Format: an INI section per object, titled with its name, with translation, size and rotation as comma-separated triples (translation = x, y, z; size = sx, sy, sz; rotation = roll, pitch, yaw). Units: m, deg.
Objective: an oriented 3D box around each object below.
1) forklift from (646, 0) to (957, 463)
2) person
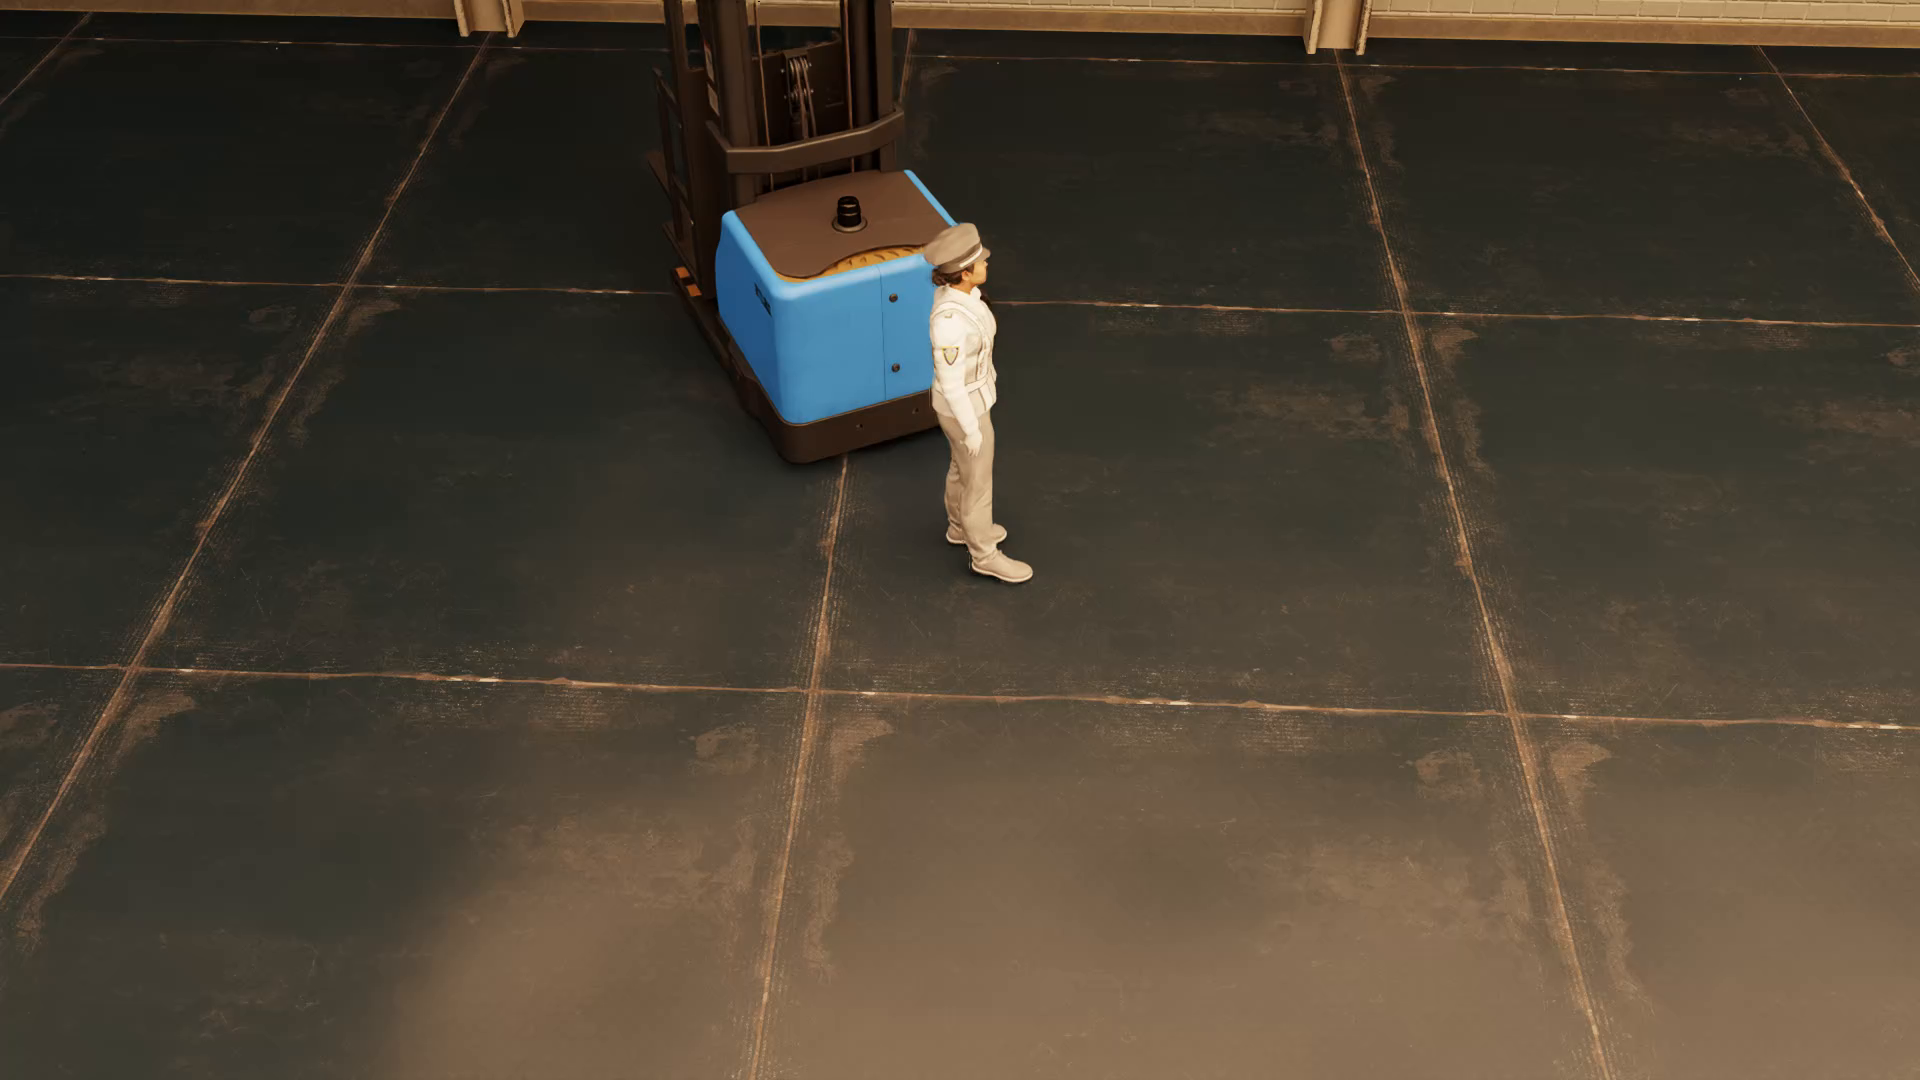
[forklift]
translation = -0.990, -2.460, 8.437
size = 1.130, 2.935, 3.031
rotation = -17, 45, -18
[person]
translation = 0.094, -0.624, 7.346
size = 0.497, 1.693, 0.598
rotation = 1, 42, 1
